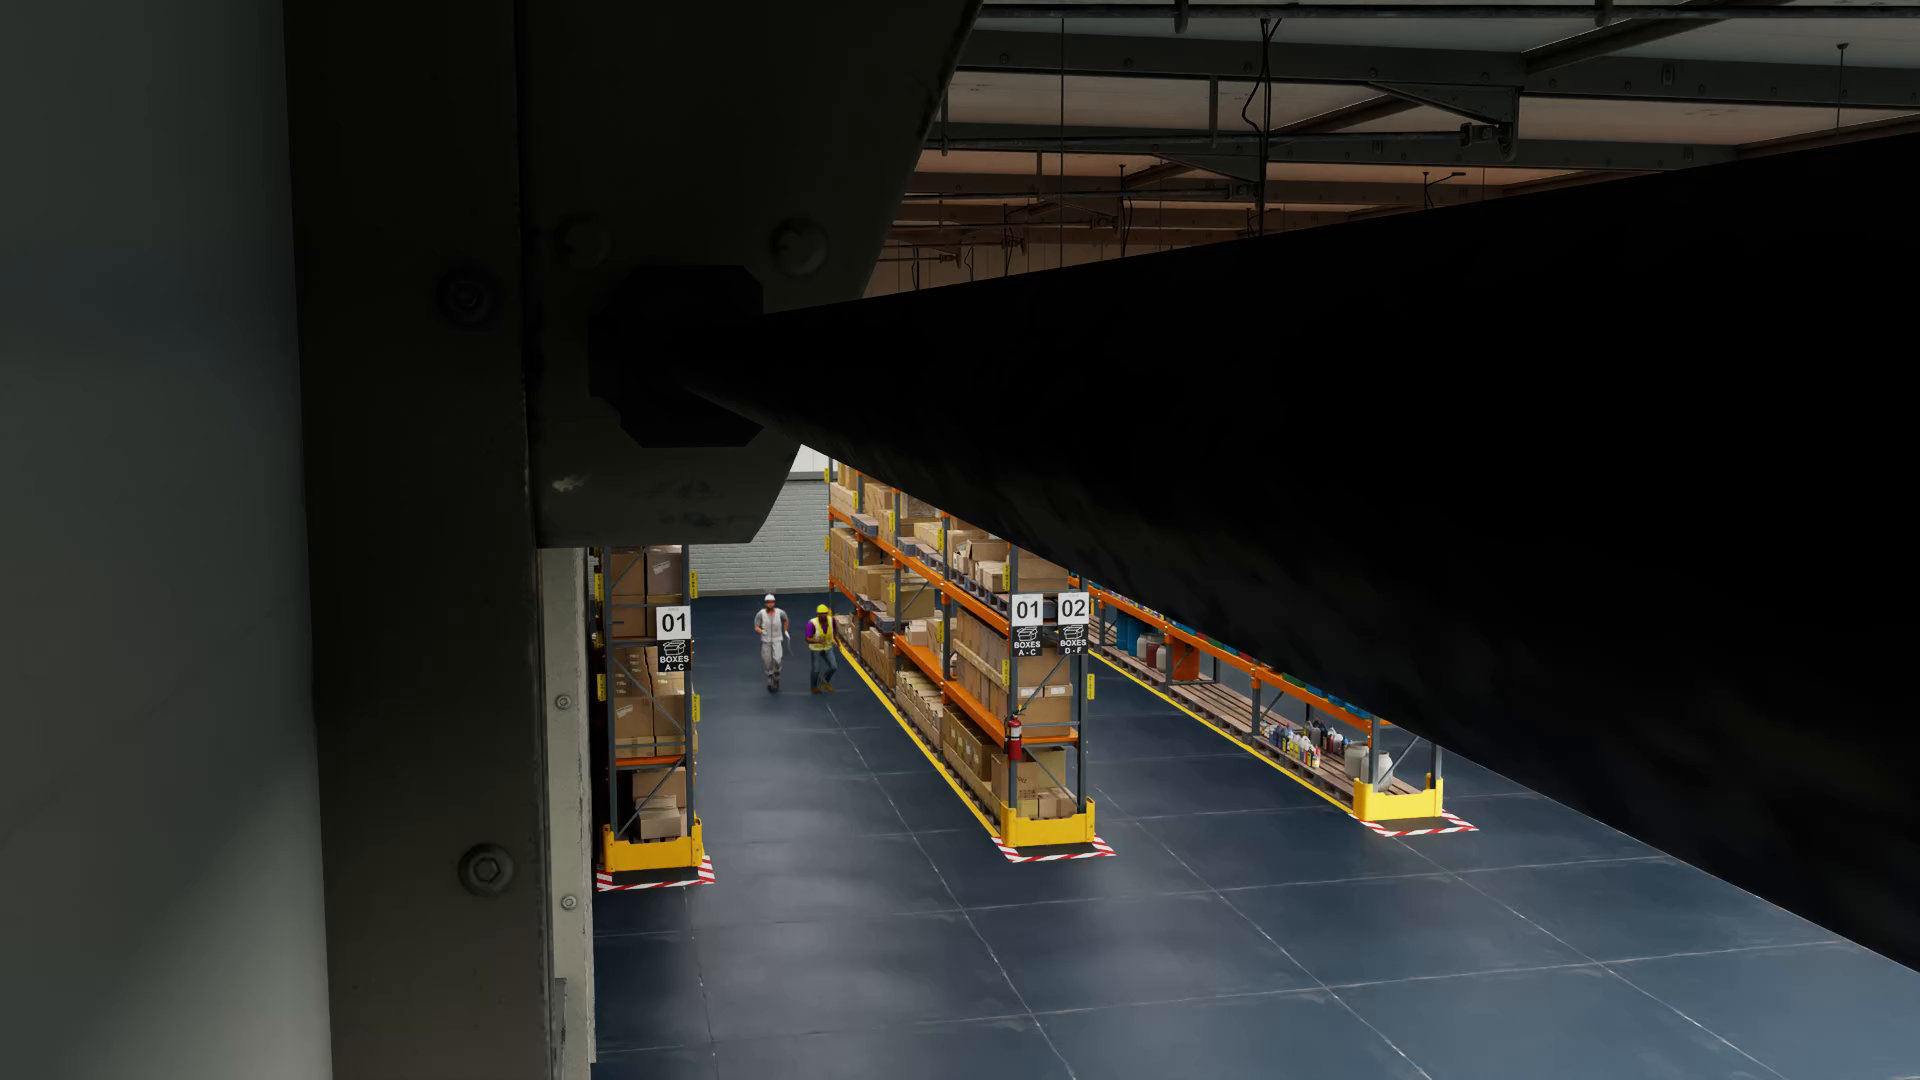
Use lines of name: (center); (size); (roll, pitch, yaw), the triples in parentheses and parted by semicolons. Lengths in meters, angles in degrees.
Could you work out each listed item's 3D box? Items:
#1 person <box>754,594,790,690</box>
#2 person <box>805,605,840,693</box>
person: (-3.413, 1.861, 30.221); (0.645, 1.766, 0.776); (-1, 7, -5)
person: (-2.467, 1.956, 29.882); (0.722, 1.653, 0.901); (-3, 7, -25)
